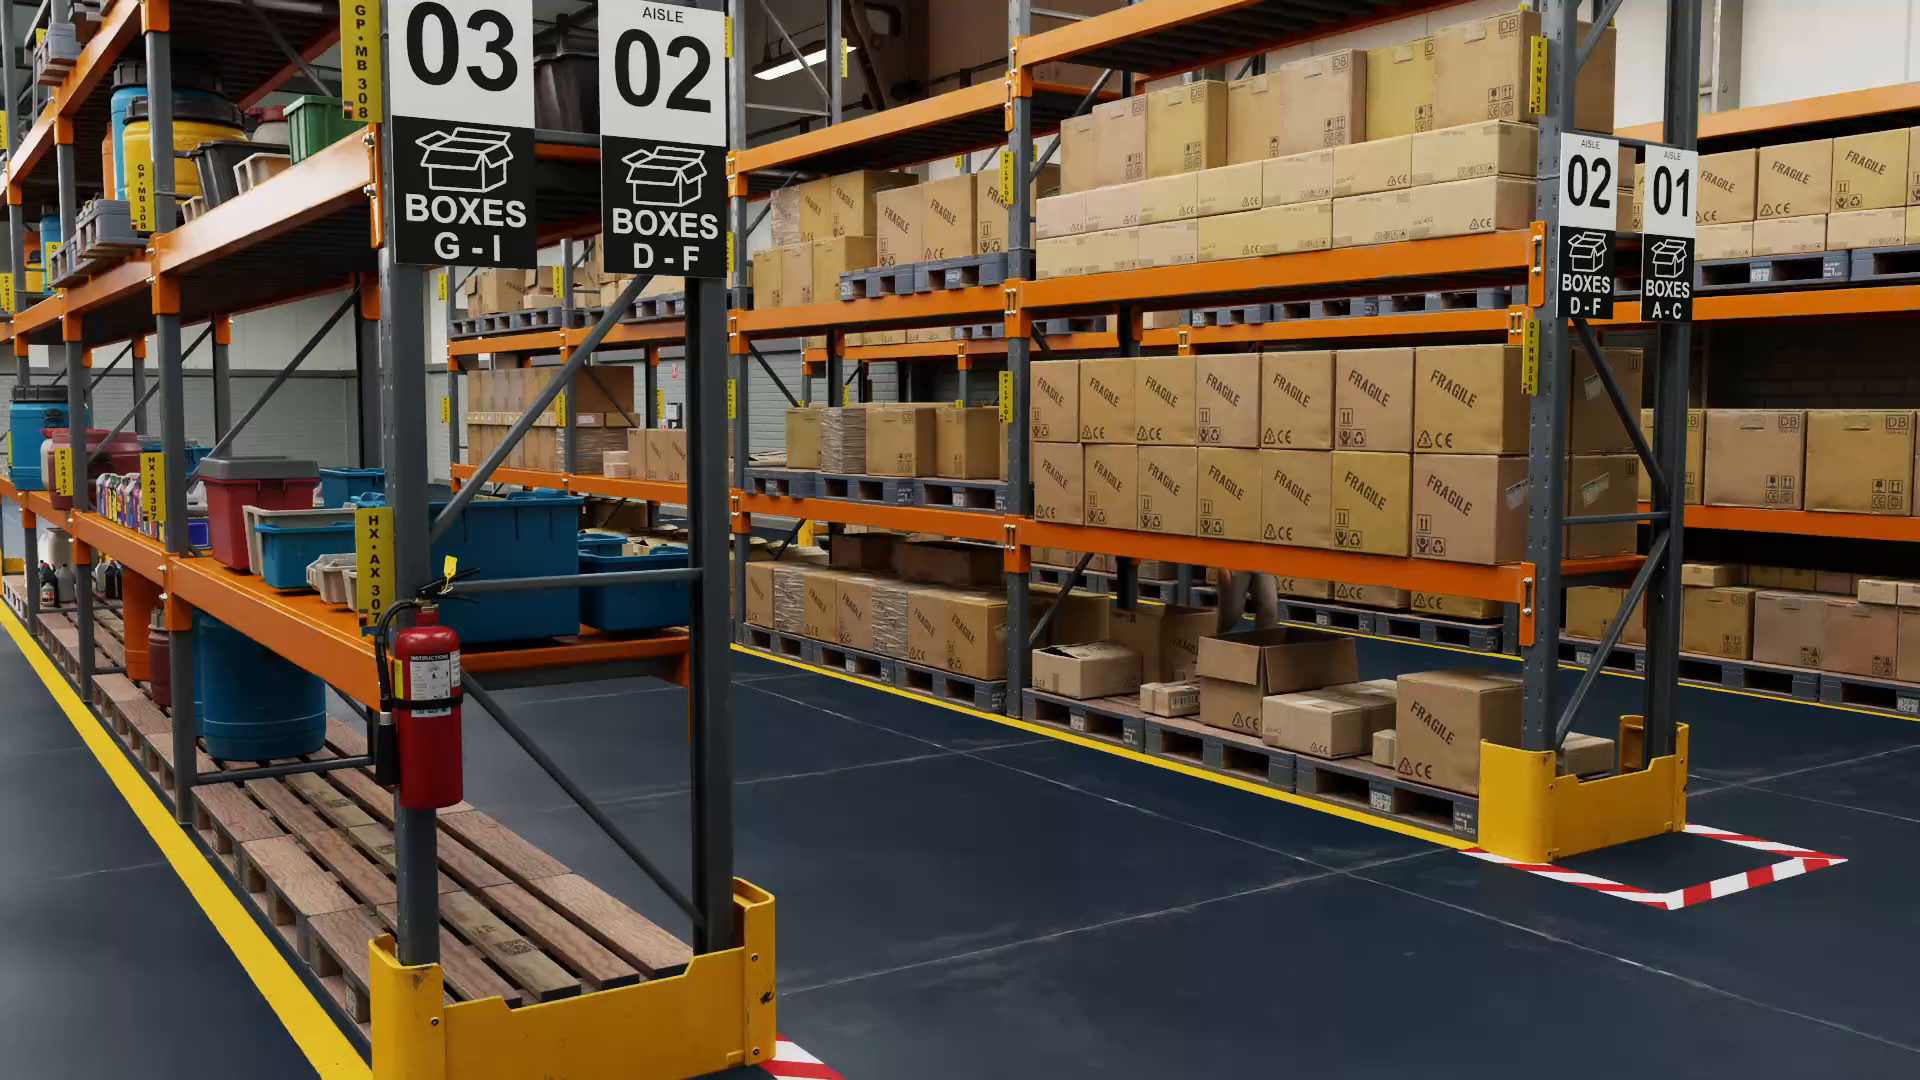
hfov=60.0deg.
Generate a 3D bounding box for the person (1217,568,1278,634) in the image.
[{"bbox_3d":[2.081,0.167,12.227,0.524,1.693,0.765,-2,5,-27],"label":"person"}]
